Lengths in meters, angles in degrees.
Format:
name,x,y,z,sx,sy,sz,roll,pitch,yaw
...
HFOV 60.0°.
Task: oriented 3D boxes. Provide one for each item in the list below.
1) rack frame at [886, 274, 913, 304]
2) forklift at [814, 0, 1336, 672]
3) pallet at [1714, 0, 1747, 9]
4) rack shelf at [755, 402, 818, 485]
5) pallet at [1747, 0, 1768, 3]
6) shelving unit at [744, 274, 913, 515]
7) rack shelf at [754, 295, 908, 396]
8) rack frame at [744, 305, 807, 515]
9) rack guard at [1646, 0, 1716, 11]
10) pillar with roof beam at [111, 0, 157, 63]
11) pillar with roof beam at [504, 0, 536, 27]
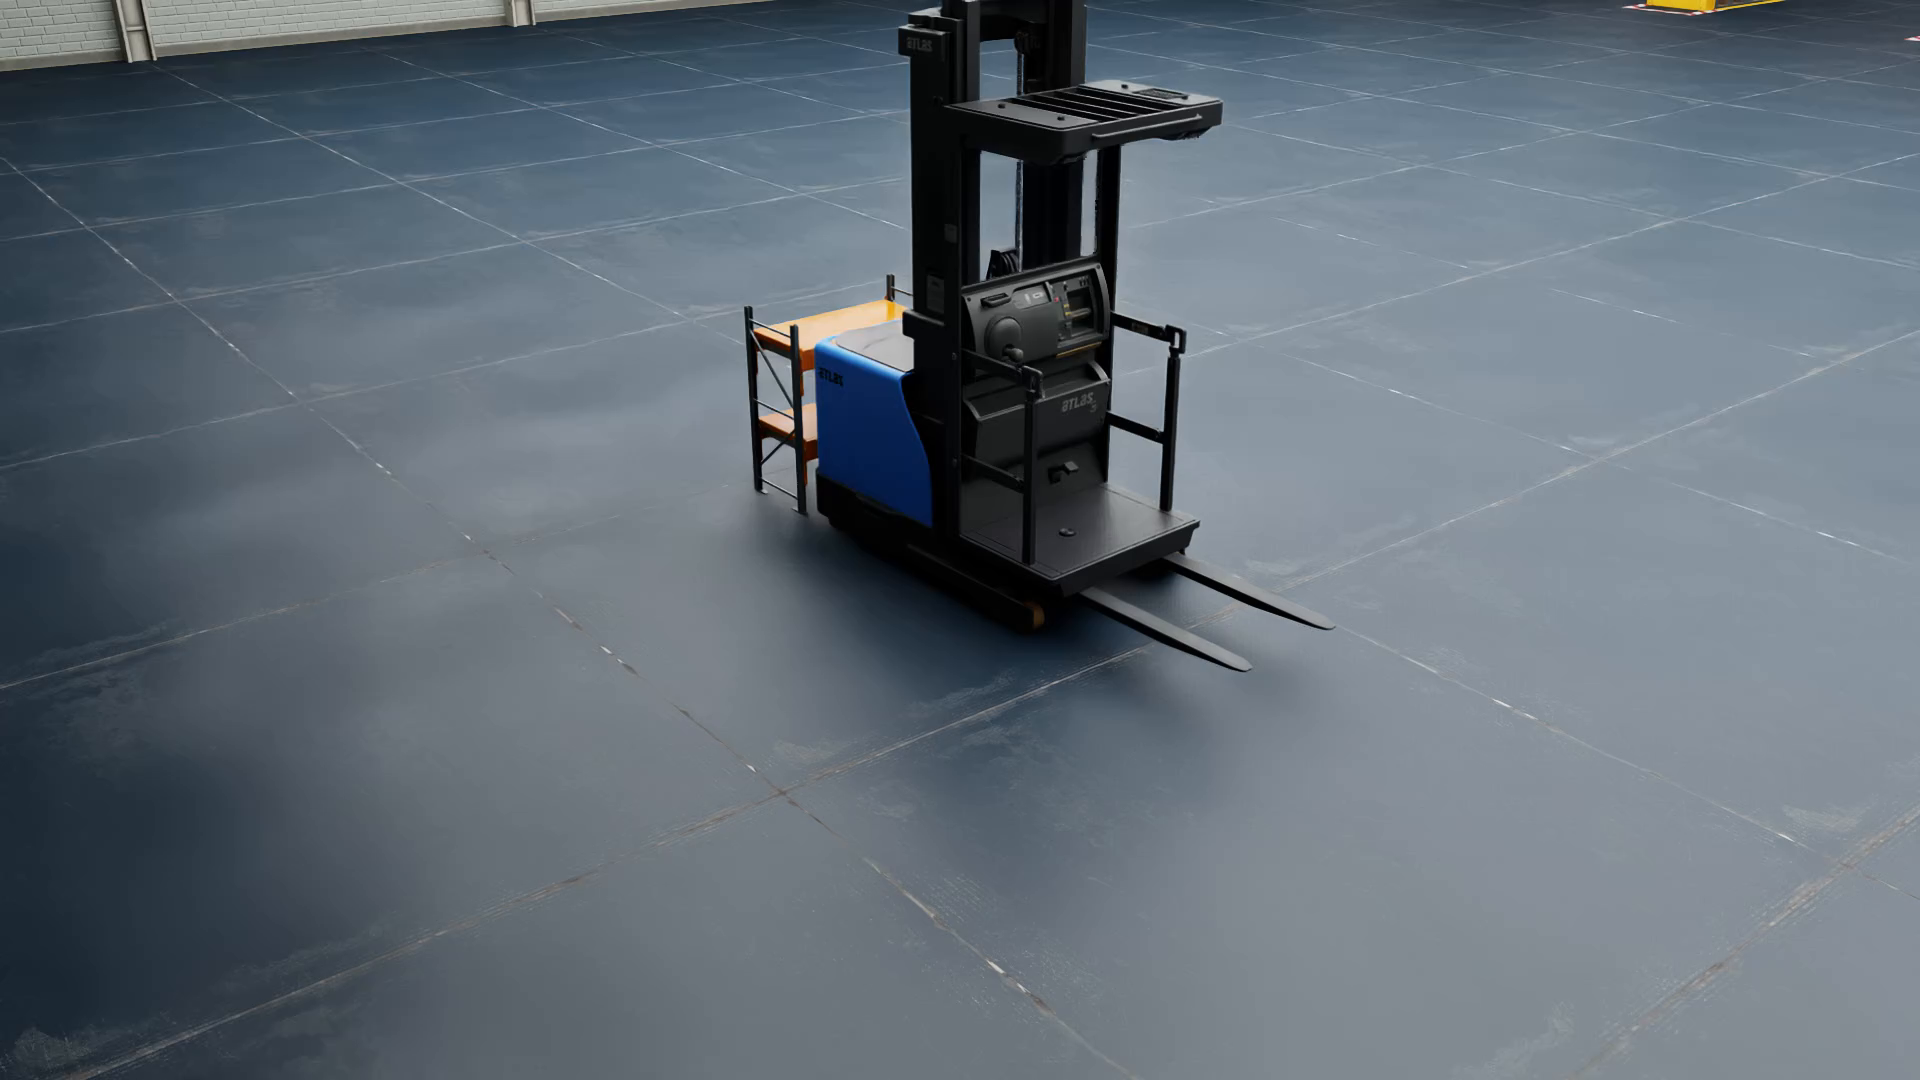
name,x,y,z,sx,sy,sz,roll,pitch,yaw
rack frame,-0.273,-1.014,10.097,0.032,1.125,0.500,-19,31,-35
forklift,0.533,-1.111,8.162,1.130,2.935,3.031,-20,32,-37
pallet,13.587,-9.891,30.312,1.213,0.211,1.003,-18,31,-34
rack shelf,-0.663,-0.655,9.904,1.000,0.278,0.538,-19,31,-35
pallet,14.546,-10.206,30.991,1.213,0.211,1.003,-18,31,-34
shelving unit,-0.664,-0.877,9.802,1.048,1.125,0.538,-19,31,-35
rack shelf,-0.664,-1.143,9.679,1.000,0.278,0.538,-19,31,-35
rack frame,-1.055,-0.740,9.507,0.032,1.125,0.500,-19,31,-35
rack guard,12.944,-9.813,29.800,0.348,0.500,1.175,-18,31,-34
pillar with roof beam,-9.412,-9.723,19.510,0.400,9.000,9.100,-18,31,-34
pillar with roof beam,-4.691,-11.281,22.868,0.400,9.000,9.100,-18,31,-34
